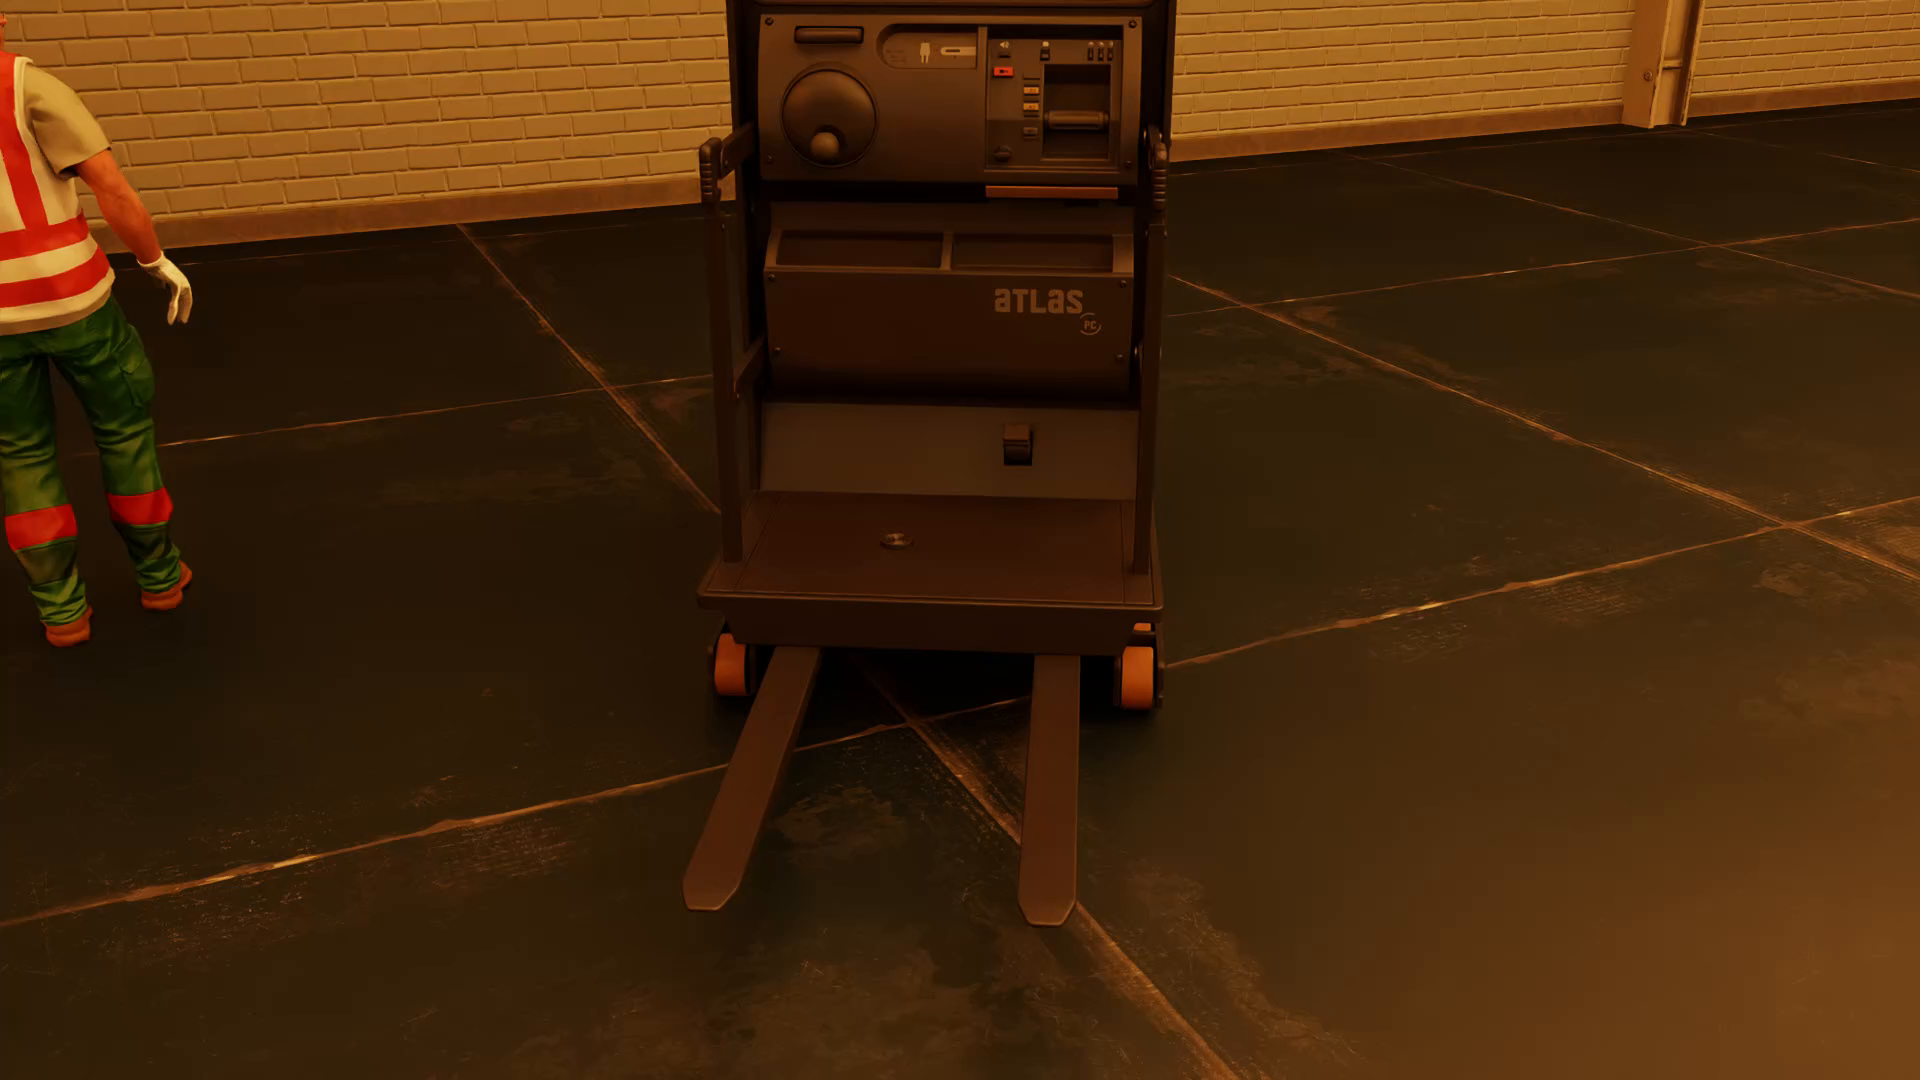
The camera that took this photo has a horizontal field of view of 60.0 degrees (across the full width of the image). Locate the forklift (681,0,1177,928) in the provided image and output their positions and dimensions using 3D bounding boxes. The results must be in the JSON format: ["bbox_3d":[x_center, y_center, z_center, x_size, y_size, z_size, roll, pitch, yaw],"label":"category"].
[{"bbox_3d":[-0.041,-1.063,3.844,1.130,2.935,3.031,2,23,4],"label":"forklift"}]

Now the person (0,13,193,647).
[{"bbox_3d":[-2.380,-0.619,4.293,0.754,1.770,0.500,-5,23,-13],"label":"person"}]
